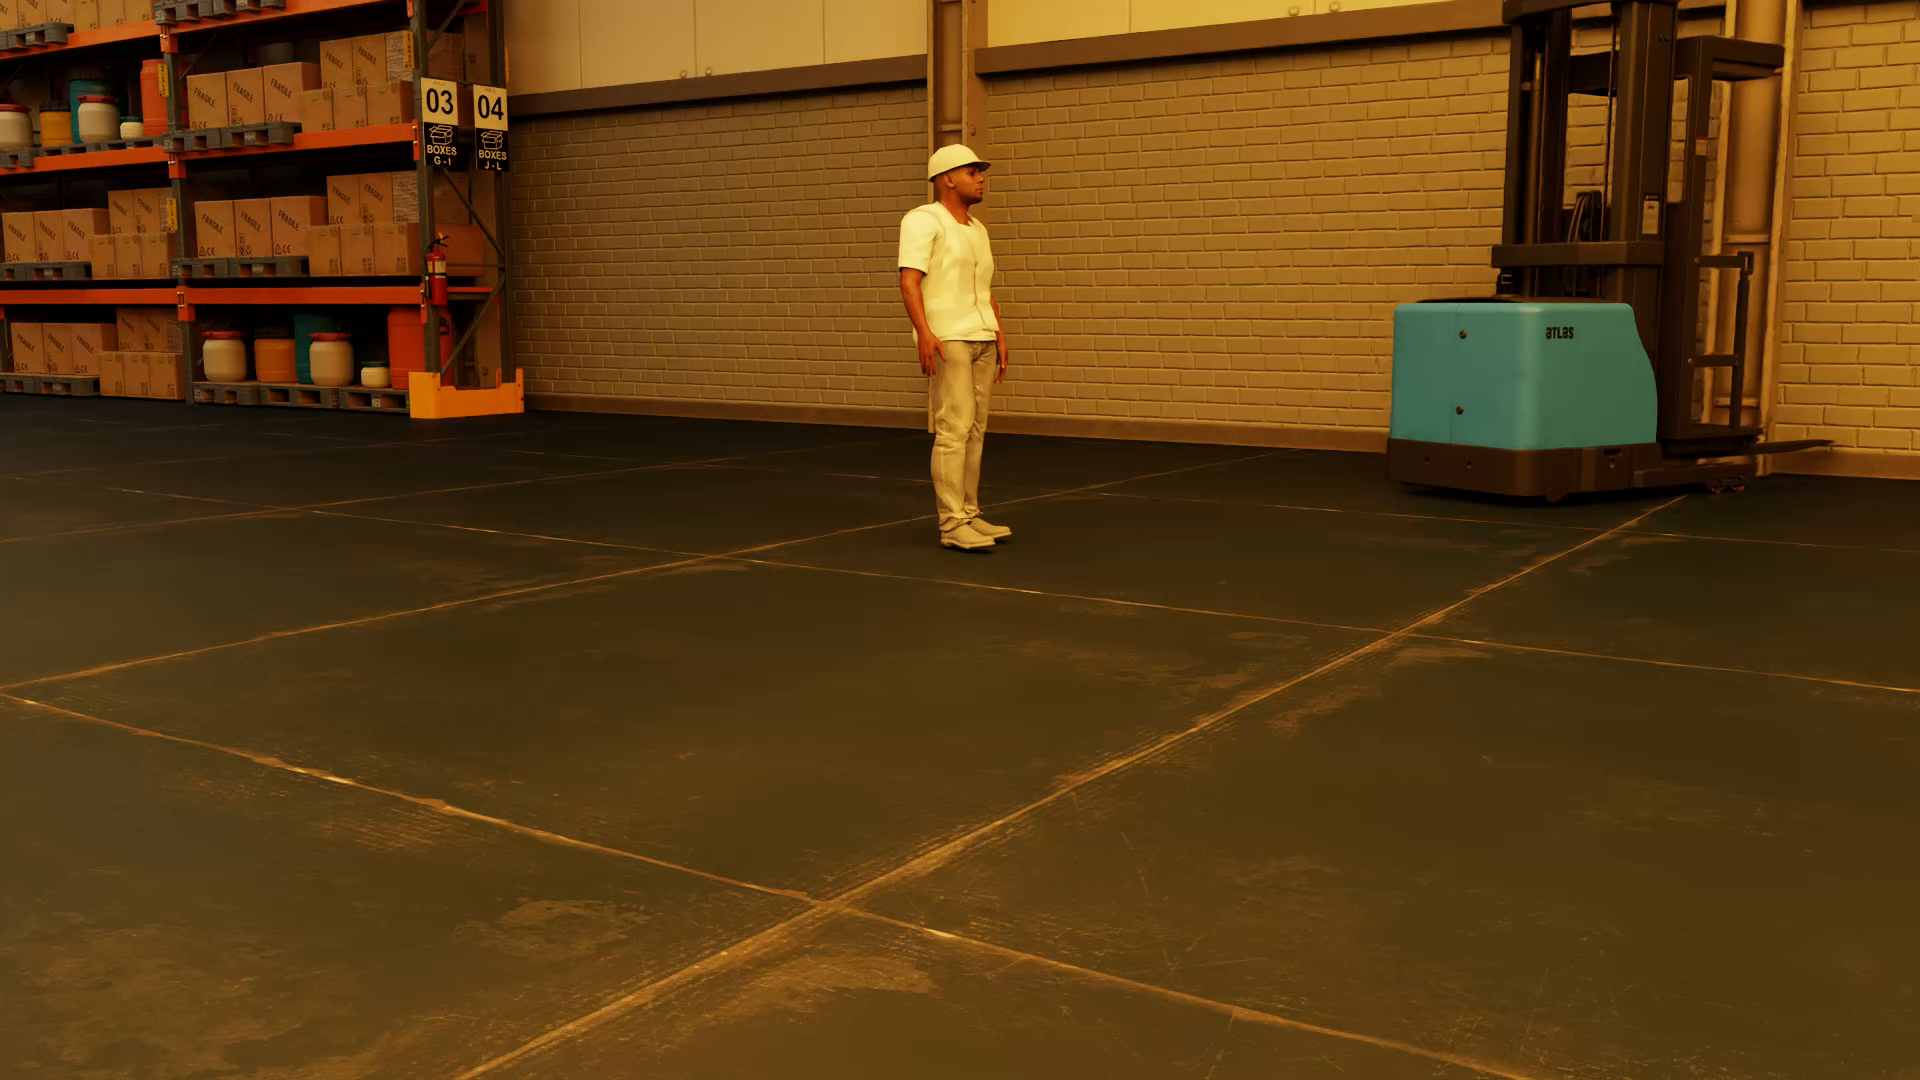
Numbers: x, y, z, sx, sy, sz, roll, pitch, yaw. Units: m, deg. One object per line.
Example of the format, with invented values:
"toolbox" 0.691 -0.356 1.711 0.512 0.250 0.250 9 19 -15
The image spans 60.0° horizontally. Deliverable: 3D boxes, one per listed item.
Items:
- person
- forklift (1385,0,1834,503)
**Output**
"person" 0.055 -0.872 7.436 0.575 1.761 0.666 5 10 34
"forklift" 3.966 -1.775 9.676 3.031 2.935 1.130 -5 9 -31
